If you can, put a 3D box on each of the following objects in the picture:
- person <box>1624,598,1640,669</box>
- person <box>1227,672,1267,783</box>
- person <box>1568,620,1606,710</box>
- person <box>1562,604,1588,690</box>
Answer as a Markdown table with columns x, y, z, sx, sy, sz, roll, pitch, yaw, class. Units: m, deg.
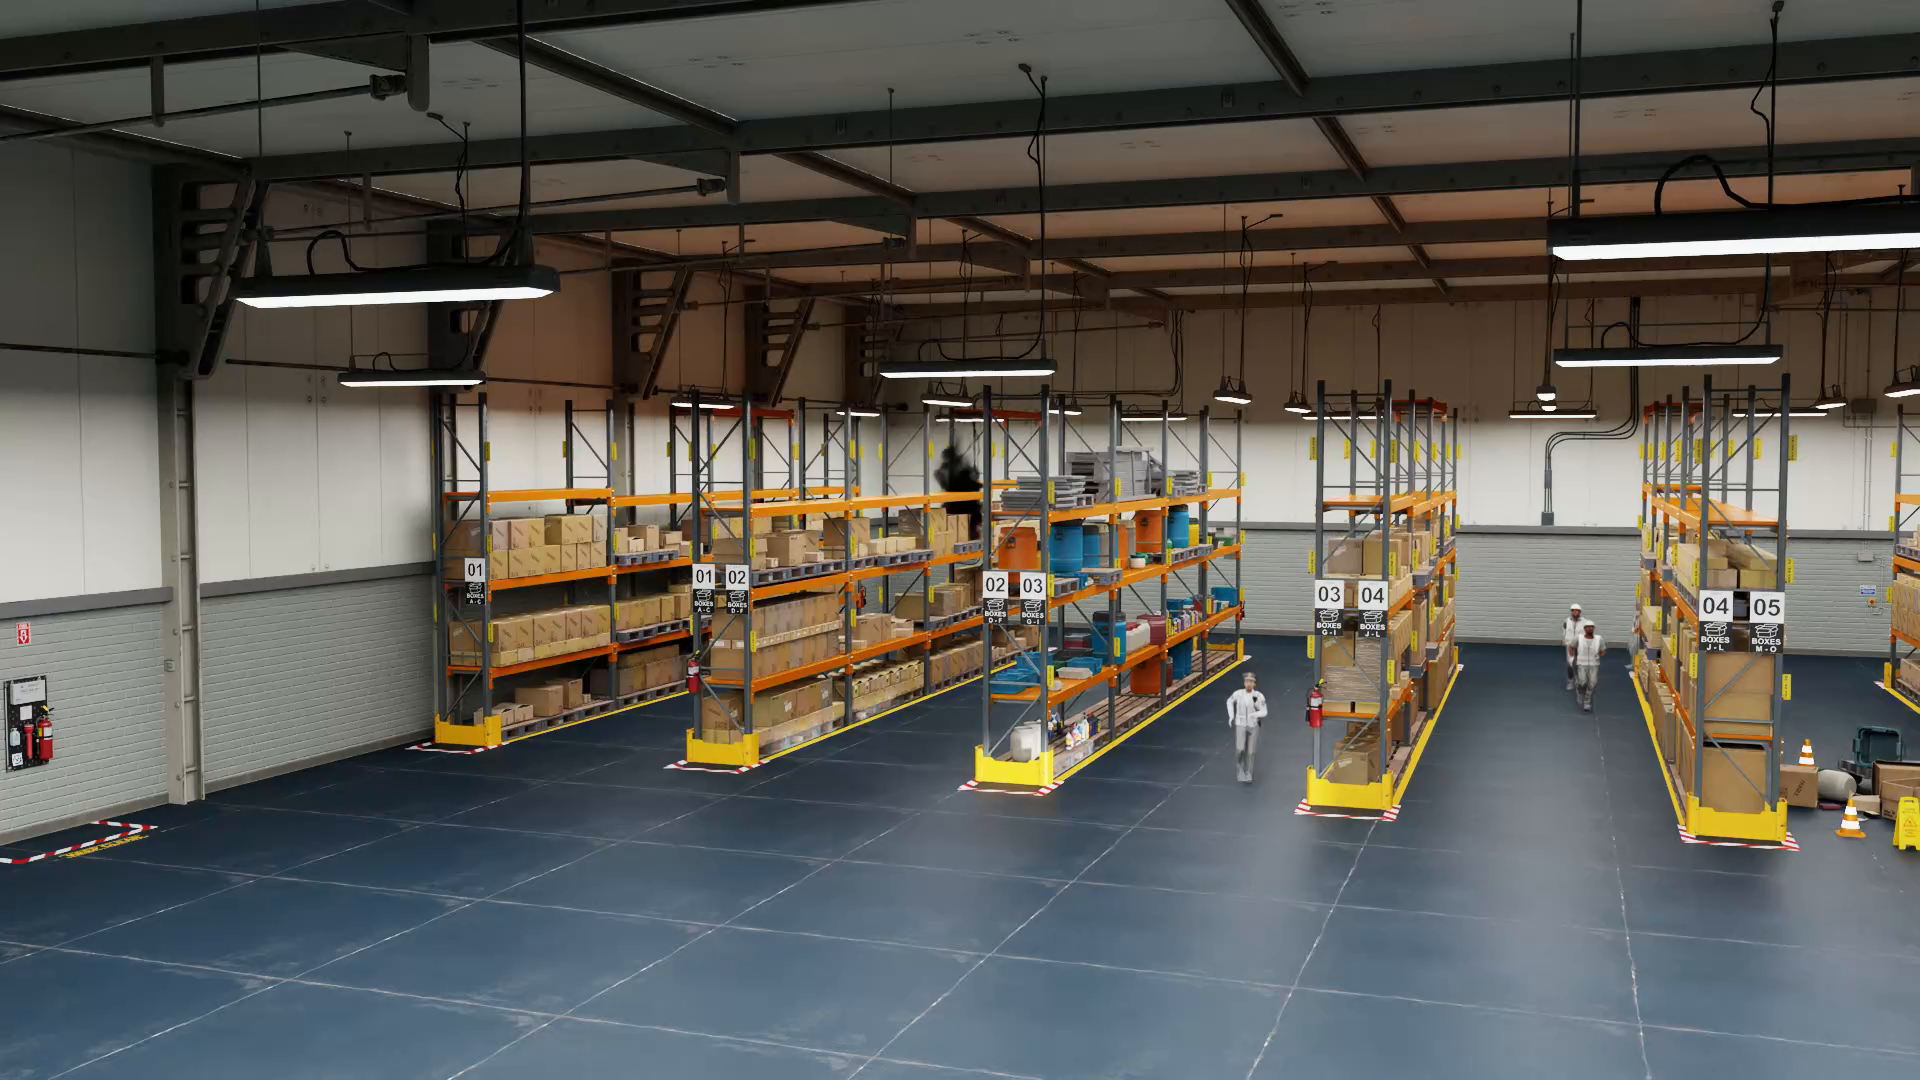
| x | y | z | sx | sy | sz | roll | pitch | yaw | class |
| --- | --- | --- | --- | --- | --- | --- | --- | --- | --- |
| 15.542 | 2.145 | 37.998 | 0.580 | 1.671 | 0.824 | 1 | 3 | 13 | person |
| 4.323 | 2.823 | 25.052 | 0.602 | 1.674 | 0.625 | 1 | 3 | 10 | person |
| 12.113 | 2.420 | 32.063 | 0.677 | 1.734 | 0.584 | 1 | 3 | 14 | person |
| 13.011 | 2.258 | 35.061 | 0.644 | 1.833 | 0.763 | 1 | 3 | 25 | person |
